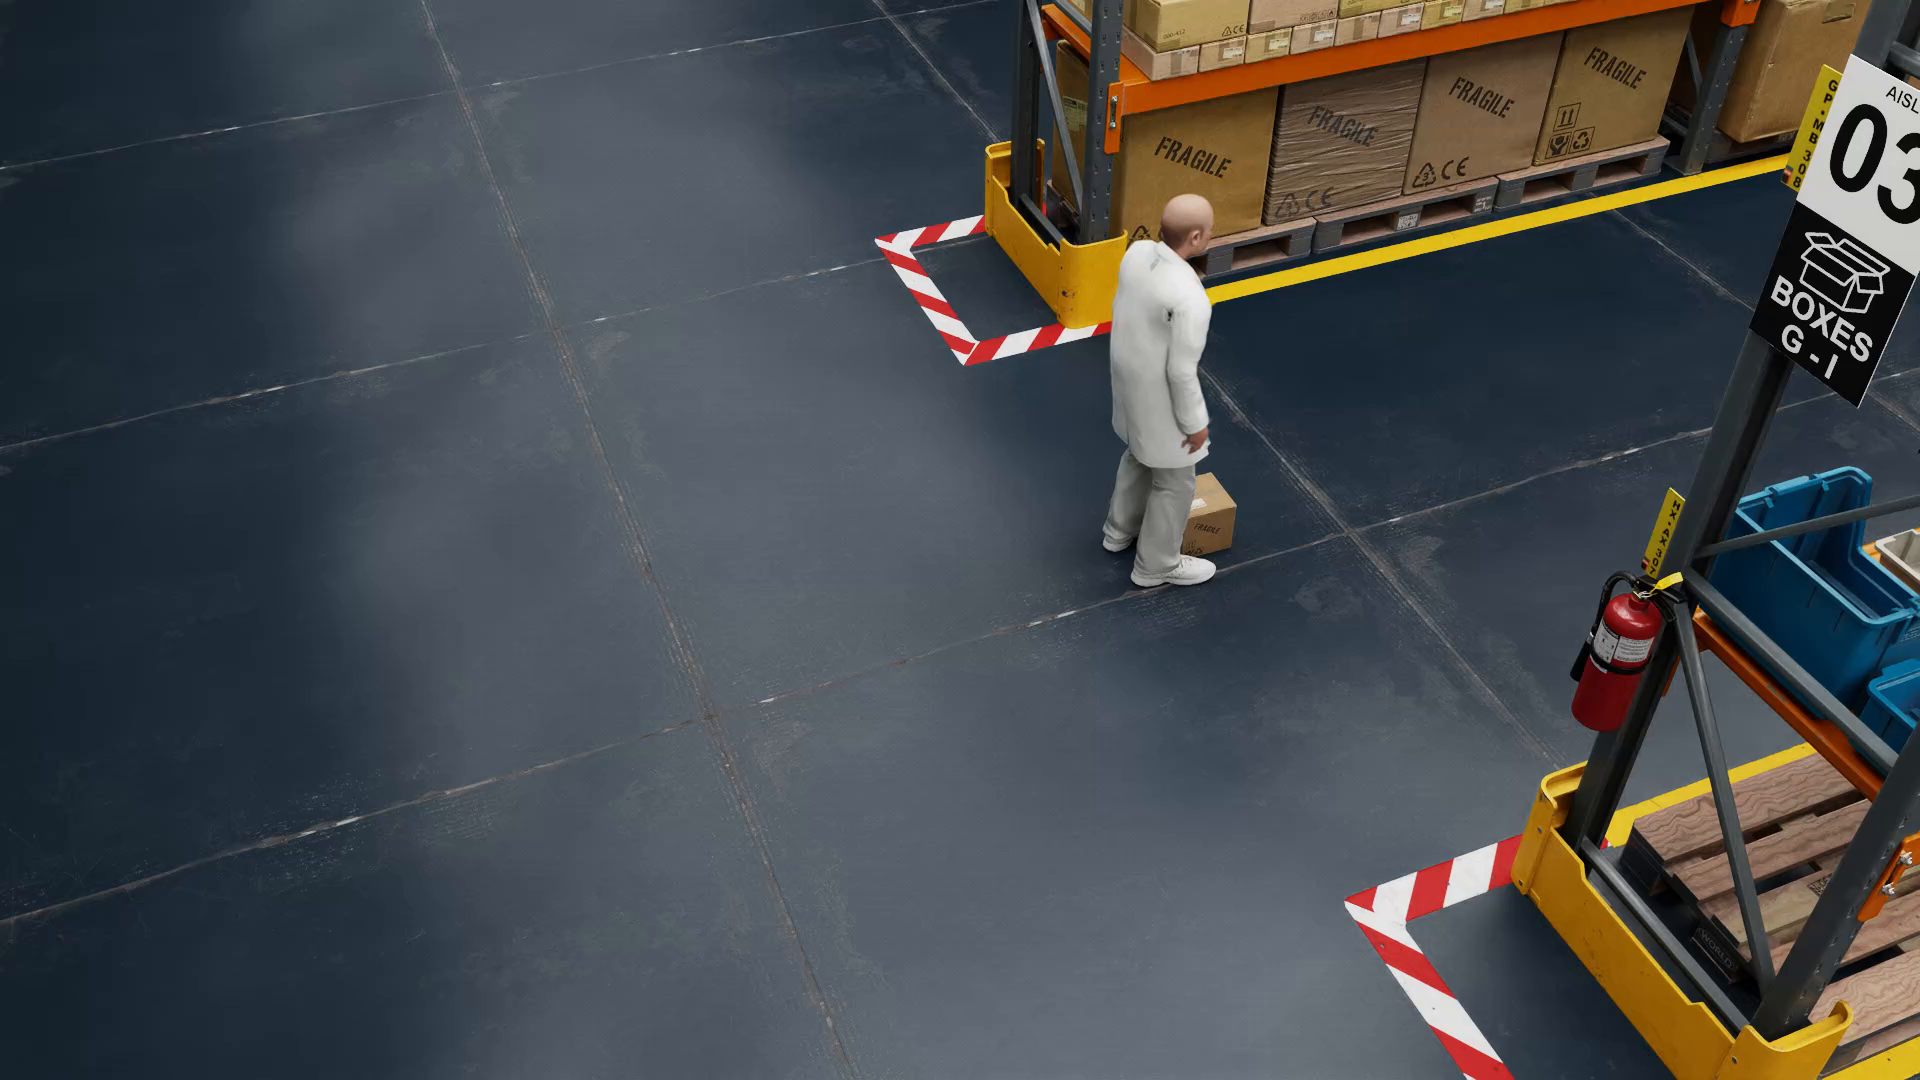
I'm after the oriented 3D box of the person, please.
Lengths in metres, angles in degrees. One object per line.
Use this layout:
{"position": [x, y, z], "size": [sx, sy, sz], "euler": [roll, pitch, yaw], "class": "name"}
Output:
{"position": [0.834, -0.609, 6.866], "size": [0.427, 1.773, 0.641], "euler": [-15, 43, -17], "class": "person"}
